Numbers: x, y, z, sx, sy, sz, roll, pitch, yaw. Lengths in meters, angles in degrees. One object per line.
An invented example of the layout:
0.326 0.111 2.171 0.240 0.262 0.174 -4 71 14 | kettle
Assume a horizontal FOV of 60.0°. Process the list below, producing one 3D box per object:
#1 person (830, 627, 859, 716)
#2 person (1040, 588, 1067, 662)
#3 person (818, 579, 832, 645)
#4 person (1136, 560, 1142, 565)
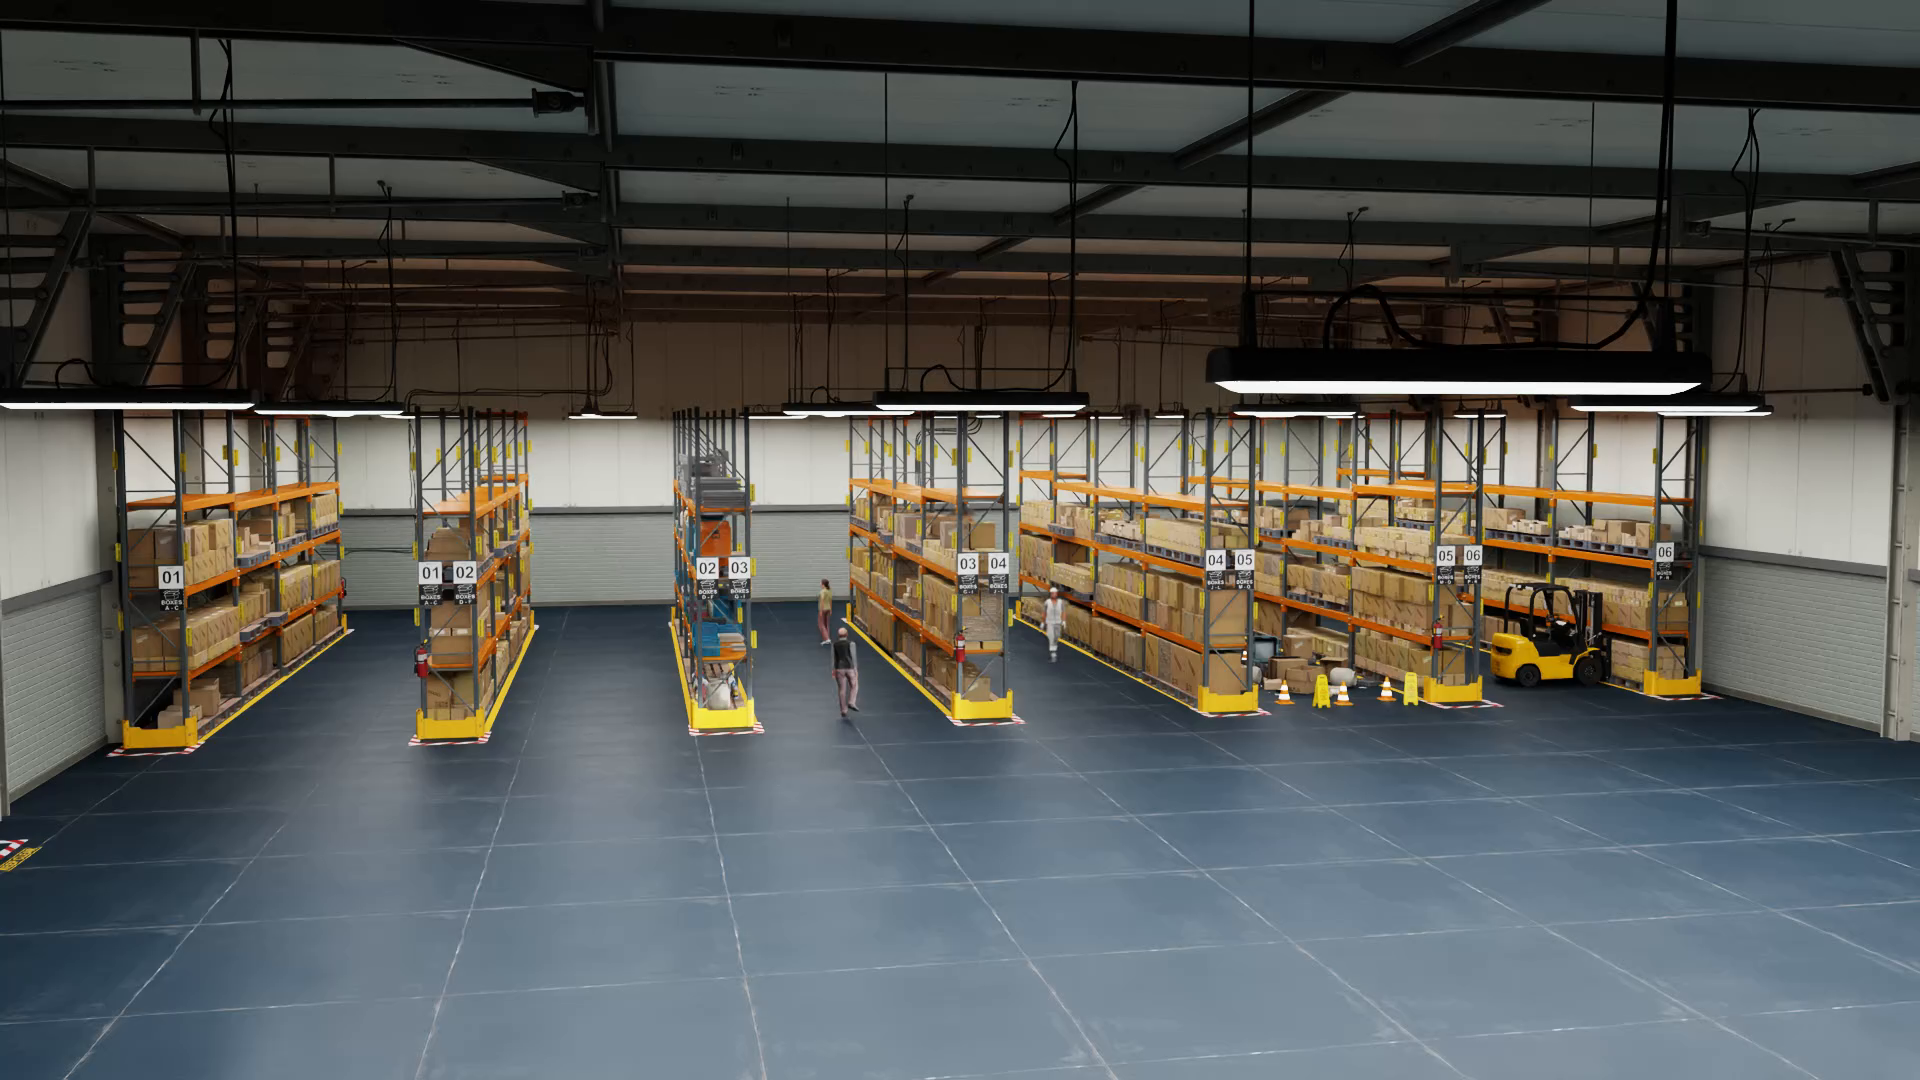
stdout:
-2.249 2.557 32.380 0.579 1.710 0.478 0 4 0 | person
2.276 2.004 39.681 0.564 1.720 1.050 -1 4 -15 | person
-3.458 1.865 42.867 0.405 1.721 0.486 3 5 34 | person
5.559 1.225 50.738 0.811 1.767 0.537 -1 4 -12 | person
